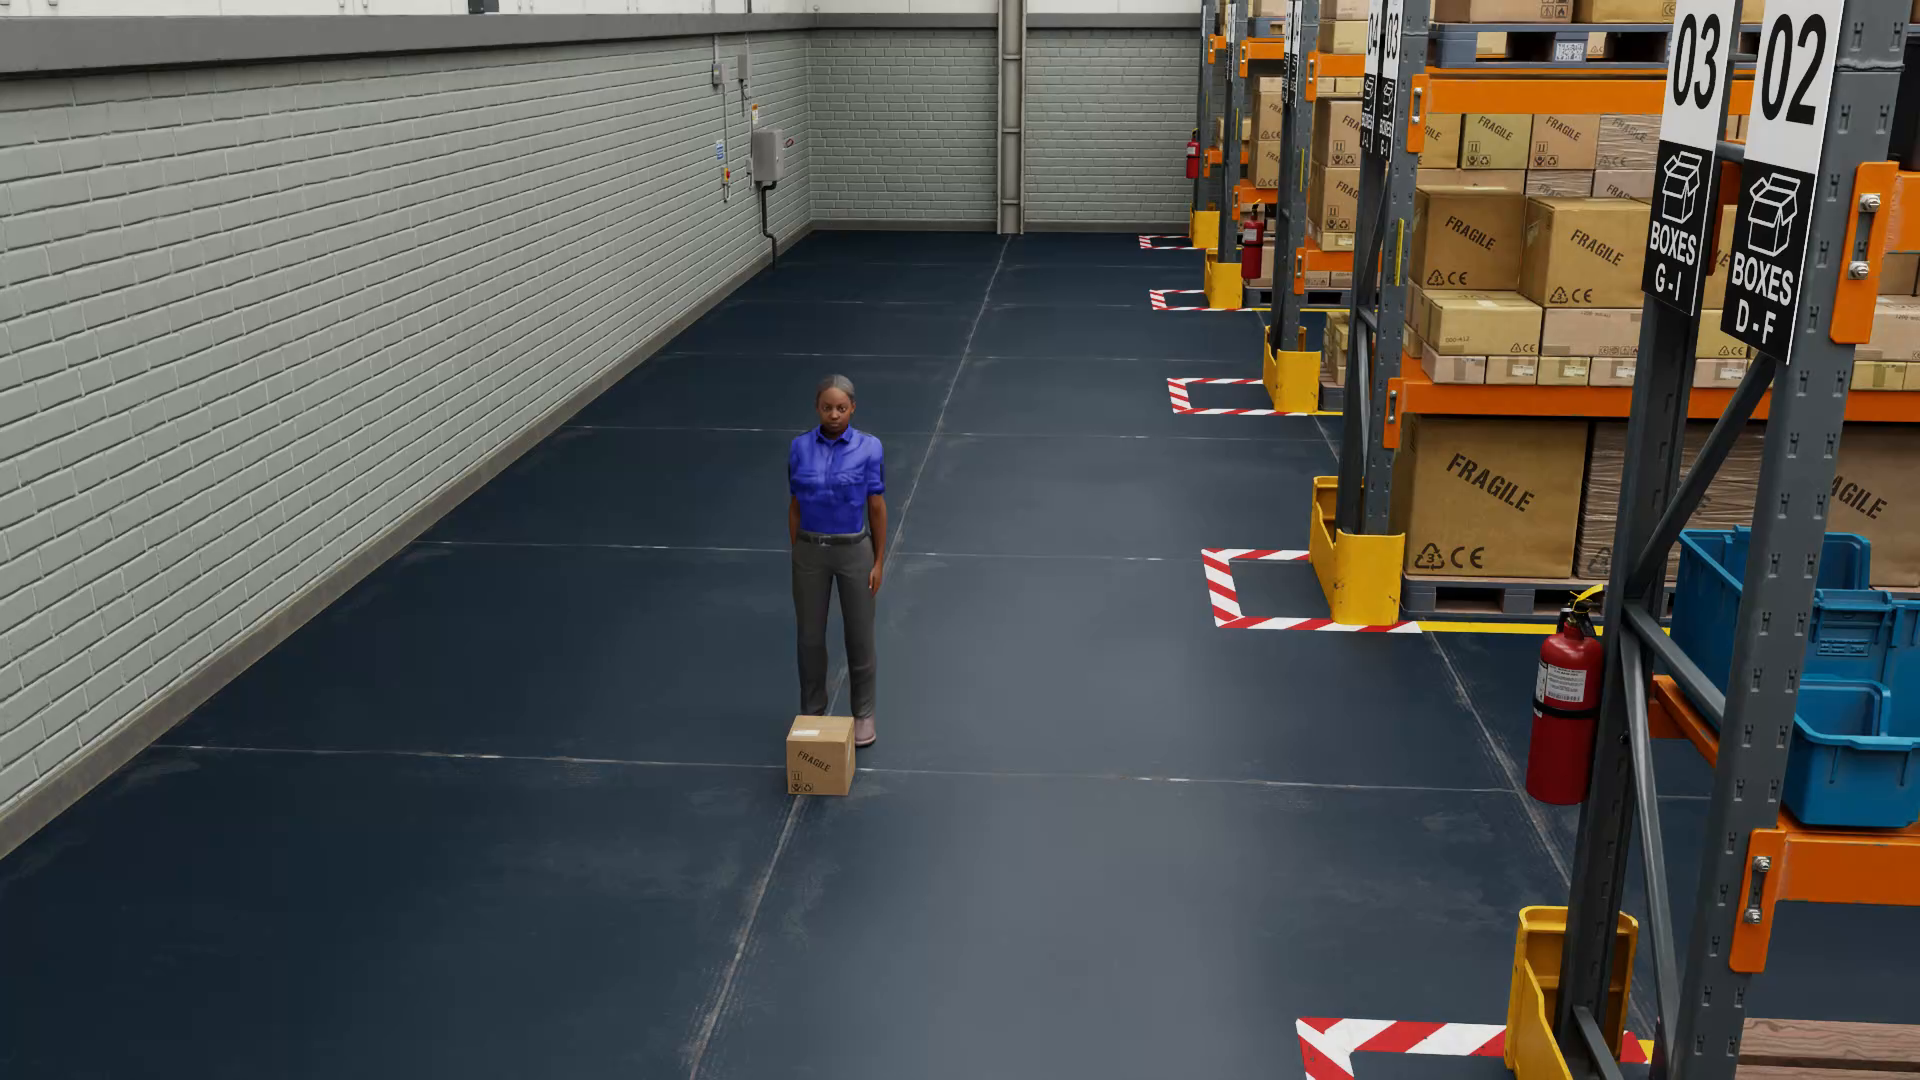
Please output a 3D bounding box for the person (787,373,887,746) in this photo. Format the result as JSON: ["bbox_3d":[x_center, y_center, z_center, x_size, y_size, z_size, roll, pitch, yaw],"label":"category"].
[{"bbox_3d":[-0.534,0.093,7.282,0.436,1.662,0.299,2,18,5],"label":"person"}]
